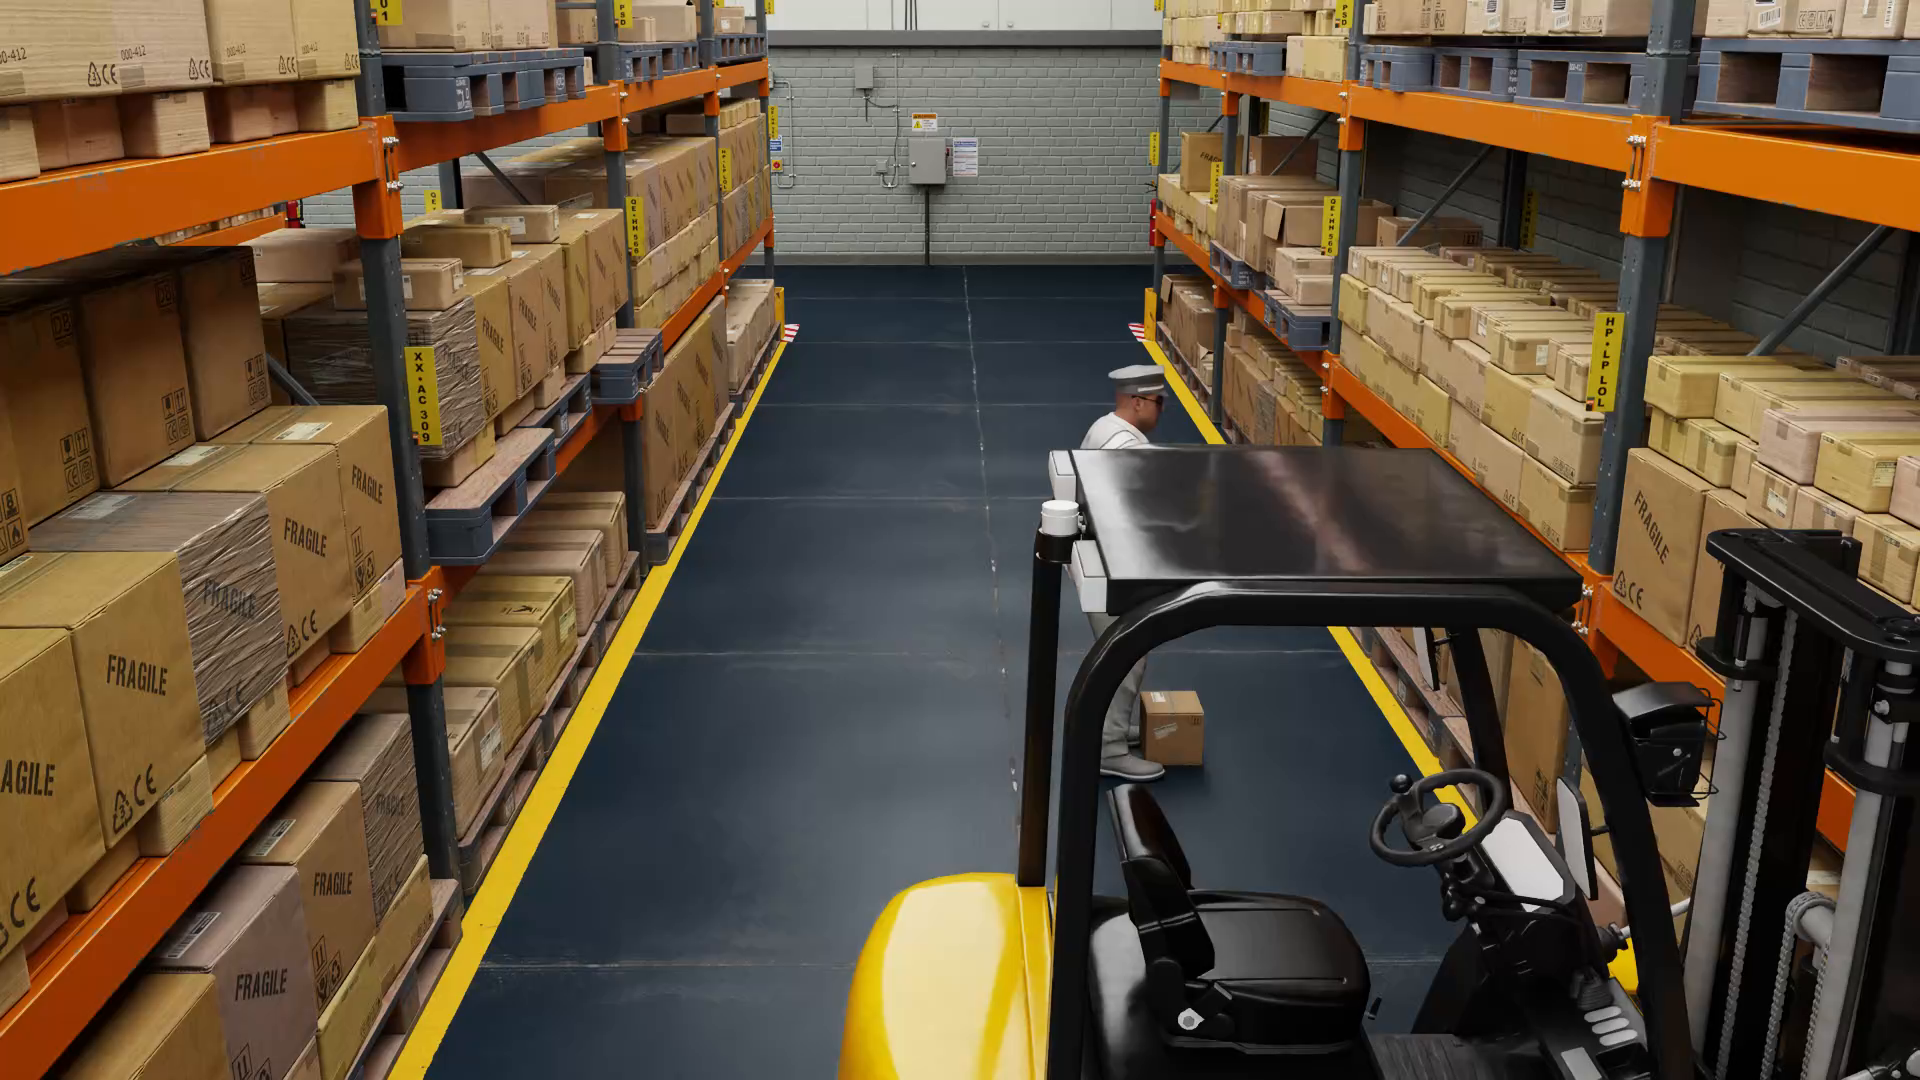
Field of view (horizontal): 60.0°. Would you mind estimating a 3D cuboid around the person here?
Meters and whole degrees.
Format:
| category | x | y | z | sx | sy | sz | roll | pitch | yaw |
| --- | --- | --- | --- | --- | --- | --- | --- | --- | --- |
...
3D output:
| category | x | y | z | sx | sy | sz | roll | pitch | yaw |
| --- | --- | --- | --- | --- | --- | --- | --- | --- | --- |
| person | 0.661 | 0.117 | 7.146 | 0.431 | 1.748 | 0.599 | -1 | 17 | -3 |
